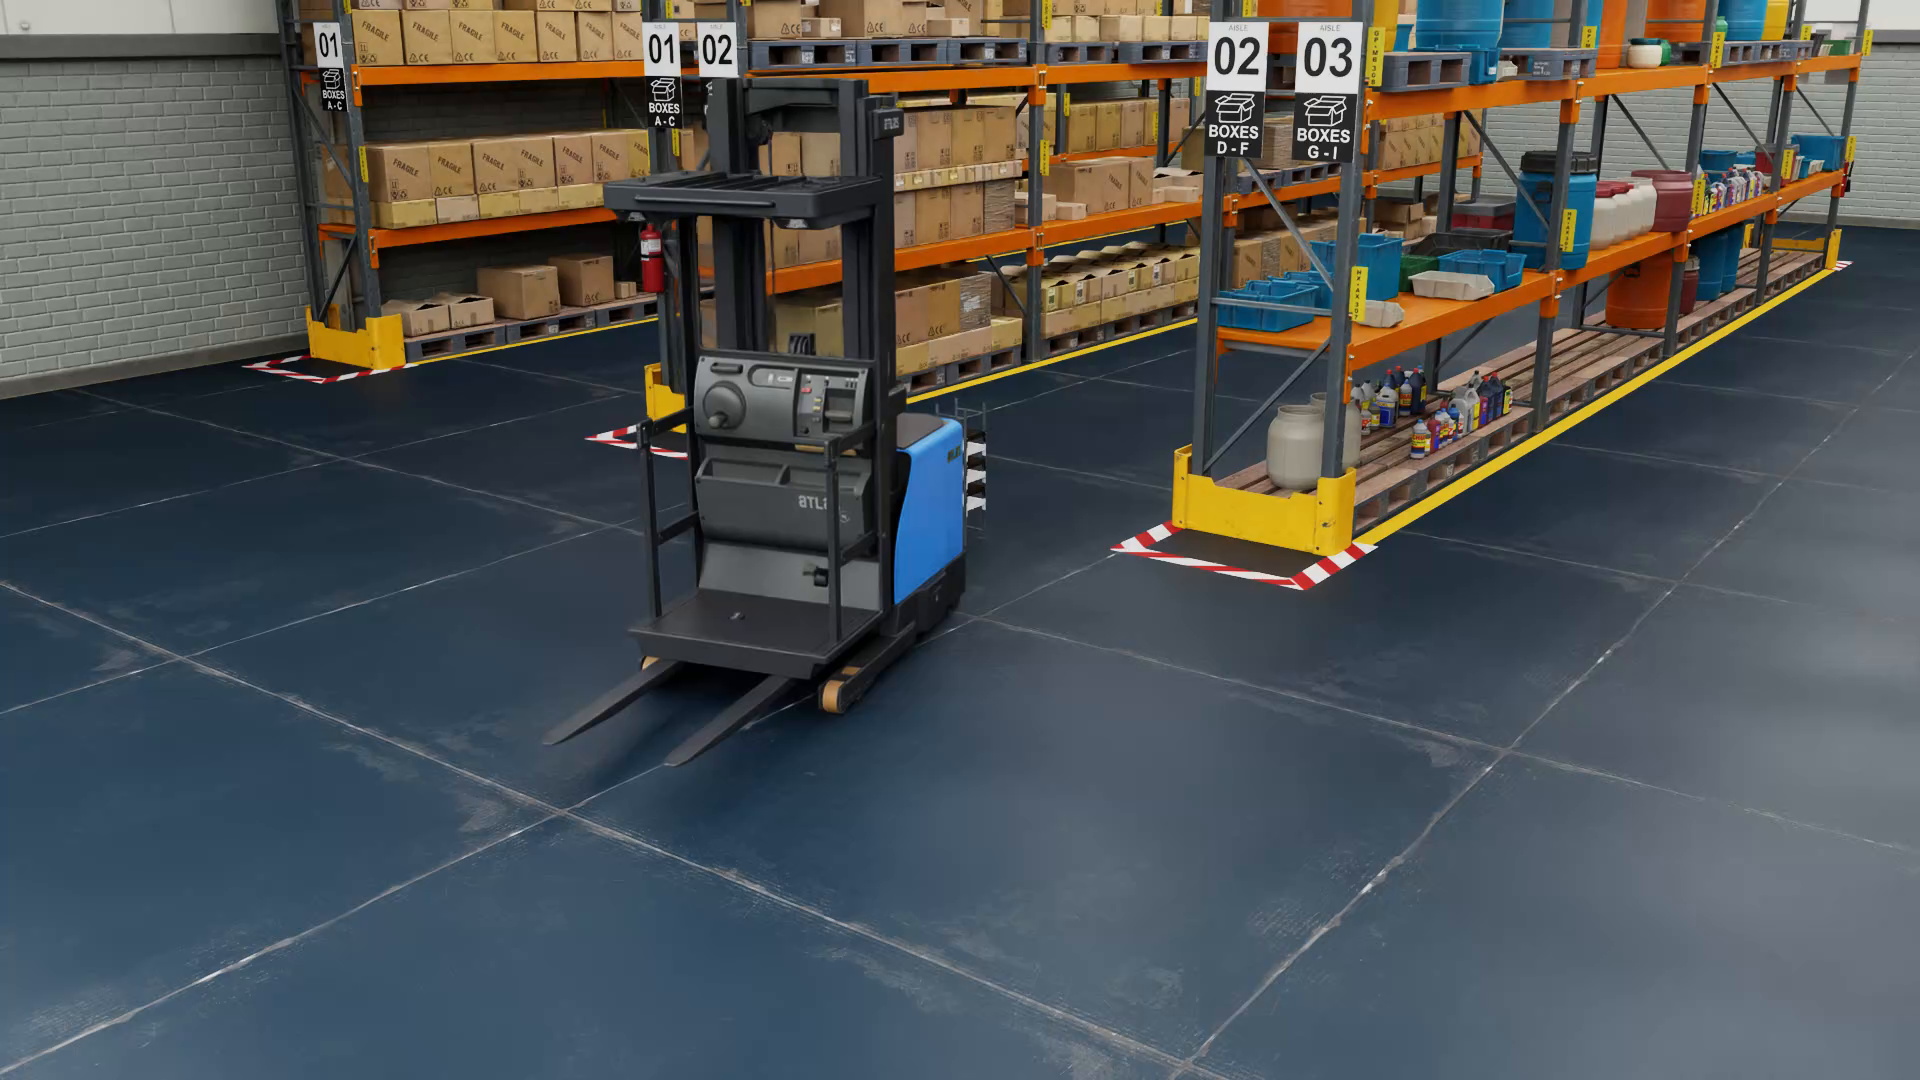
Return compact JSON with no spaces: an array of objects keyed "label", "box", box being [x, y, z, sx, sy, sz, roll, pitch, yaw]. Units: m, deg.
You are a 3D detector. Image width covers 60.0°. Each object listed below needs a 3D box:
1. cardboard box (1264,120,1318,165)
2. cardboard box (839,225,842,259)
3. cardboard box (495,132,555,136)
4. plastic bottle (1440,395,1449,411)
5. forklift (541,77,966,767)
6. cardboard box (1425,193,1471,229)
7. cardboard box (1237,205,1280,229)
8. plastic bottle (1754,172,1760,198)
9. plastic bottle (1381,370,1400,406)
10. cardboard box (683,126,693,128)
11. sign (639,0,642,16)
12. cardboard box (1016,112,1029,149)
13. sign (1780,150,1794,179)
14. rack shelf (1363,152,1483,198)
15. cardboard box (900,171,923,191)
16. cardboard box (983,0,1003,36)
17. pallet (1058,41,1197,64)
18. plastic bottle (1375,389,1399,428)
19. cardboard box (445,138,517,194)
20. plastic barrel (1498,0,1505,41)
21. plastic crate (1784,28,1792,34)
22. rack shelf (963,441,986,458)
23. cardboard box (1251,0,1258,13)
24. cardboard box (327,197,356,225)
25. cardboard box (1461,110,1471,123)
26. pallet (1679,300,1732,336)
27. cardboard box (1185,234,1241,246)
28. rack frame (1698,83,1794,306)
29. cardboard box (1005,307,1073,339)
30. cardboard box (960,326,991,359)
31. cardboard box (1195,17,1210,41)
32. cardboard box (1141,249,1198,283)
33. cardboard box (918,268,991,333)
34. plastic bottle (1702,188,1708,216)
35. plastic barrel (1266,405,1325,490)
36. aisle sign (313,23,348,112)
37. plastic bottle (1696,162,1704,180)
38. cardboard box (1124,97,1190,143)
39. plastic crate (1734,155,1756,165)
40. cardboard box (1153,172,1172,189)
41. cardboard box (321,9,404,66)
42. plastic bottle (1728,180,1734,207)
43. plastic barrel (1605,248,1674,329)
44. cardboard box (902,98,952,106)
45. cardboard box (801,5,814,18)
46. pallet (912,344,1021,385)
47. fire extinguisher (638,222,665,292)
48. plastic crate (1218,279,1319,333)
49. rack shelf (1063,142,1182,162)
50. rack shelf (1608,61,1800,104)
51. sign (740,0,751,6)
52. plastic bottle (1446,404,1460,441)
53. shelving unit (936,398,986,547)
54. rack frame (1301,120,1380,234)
[{"label":"cardboard box","box":[4.119,-4.993,20.886,0.700,0.500,0.500,7,19,21]},{"label":"cardboard box","box":[-1.130,-2.718,14.269,0.700,0.500,0.500,13,21,35]},{"label":"cardboard box","box":[-4.686,-4.126,17.926,0.500,0.500,0.500,13,22,36]},{"label":"plastic bottle","box":[3.686,-0.961,12.619,0.061,0.283,0.133,12,21,35]},{"label":"forklift","box":[-0.964,-0.696,8.043,1.130,2.935,3.031,6,18,20]},{"label":"cardboard box","box":[7.379,-4.972,25.170,0.500,0.500,0.500,12,21,35]},{"label":"cardboard box","box":[3.744,-4.121,21.164,0.500,0.250,0.500,12,21,34]},{"label":"plastic bottle","box":[9.022,-4.030,18.860,0.061,0.283,0.133,12,21,35]},{"label":"plastic bottle","box":[3.405,-1.176,13.196,0.144,0.351,0.185,11,21,32]},{"label":"cardboard box","box":[-2.956,-4.650,19.749,0.700,0.500,0.500,15,23,40]},{"label":"sign","box":[-2.455,-4.235,12.905,0.100,0.325,0.005,12,21,35]},{"label":"cardboard box","box":[0.773,-5.972,24.213,0.500,0.500,0.500,13,21,35]},{"label":"sign","box":[9.539,-4.334,19.177,0.100,0.325,0.005,12,21,35]},{"label":"rack shelf","box":[6.314,-5.309,23.994,1.077,0.370,4.000,12,21,35]},{"label":"cardboard box","box":[-0.548,-3.160,14.598,0.380,0.149,0.250,13,22,36]},{"label":"cardboard box","box":[0.249,-7.407,23.568,0.700,0.500,0.500,12,21,34]},{"label":"pallet","box":[1.742,-5.121,17.438,1.003,0.211,1.213,14,22,37]},{"label":"plastic bottle","box":[3.285,-1.018,12.816,0.152,0.276,0.135,12,21,35]},{"label":"cardboard box","box":[-4.867,-3.787,16.835,0.500,0.500,0.500,12,21,33]},{"label":"plastic barrel","box":[3.917,-4.013,12.654,0.421,0.512,0.421,0,17,0]},{"label":"plastic crate","box":[10.350,-6.340,21.149,0.504,0.338,0.767,12,21,35]},{"label":"rack shelf","box":[0.005,-0.572,10.573,0.258,0.077,0.200,12,21,35]},{"label":"cardboard box","box":[3.308,-6.405,19.400,0.500,0.500,0.500,12,21,35]},{"label":"cardboard box","box":[-5.886,-3.276,16.454,0.500,0.250,0.500,13,21,35]},{"label":"cardboard box","box":[7.161,-6.379,24.373,0.500,0.500,0.500,13,22,36]},{"label":"pallet","box":[7.878,-2.500,18.438,1.003,0.211,1.213,12,21,35]},{"label":"cardboard box","box":[3.107,-3.504,20.442,0.500,0.500,0.500,13,22,37]},{"label":"rack frame","box":[9.098,-4.300,19.532,1.000,3.000,0.127,12,21,35]},{"label":"cardboard box","box":[0.795,-2.210,16.732,0.500,0.250,0.500,12,21,33]},{"label":"cardboard box","box":[-0.051,-1.892,15.705,0.500,0.250,0.500,12,21,35]},{"label":"cardboard box","box":[2.514,-5.667,18.421,0.500,0.250,0.500,11,20,31]},{"label":"cardboard box","box":[2.320,-3.085,18.604,0.500,0.311,0.500,12,21,34]},{"label":"cardboard box","box":[-0.053,-2.250,15.595,0.500,0.500,0.500,12,21,35]},{"label":"plastic bottle","box":[7.624,-3.471,17.061,0.061,0.283,0.133,12,21,35]},{"label":"plastic barrel","box":[2.279,-0.624,11.183,0.421,0.512,0.421,0,17,0]},{"label":"aisle sign","box":[-5.810,-4.364,15.354,0.394,0.787,0.004,12,21,35]},{"label":"plastic bottle","box":[8.604,-4.240,19.423,0.144,0.351,0.185,12,21,35]},{"label":"cardboard box","box":[3.229,-7.023,27.796,0.980,0.700,0.700,14,22,37]},{"label":"plastic crate","box":[10.106,-4.816,21.374,0.416,0.233,0.300,12,21,35]},{"label":"cardboard box","box":[2.050,-4.002,18.723,0.500,0.311,0.500,12,21,34]},{"label":"cardboard box","box":[-5.608,-4.718,15.617,0.500,0.500,0.500,13,22,36]},{"label":"plastic bottle","box":[8.285,-3.736,17.912,0.061,0.283,0.133,12,21,35]},{"label":"plastic barrel","box":[6.992,-2.631,17.109,0.600,0.830,0.708,12,21,35]},{"label":"cardboard box","box":[-0.445,-5.846,22.543,0.500,0.250,0.500,12,21,34]},{"label":"cardboard box","box":[-1.554,-4.267,13.677,0.500,0.250,0.500,12,21,35]},{"label":"pallet","box":[-0.152,-1.757,16.045,1.003,0.211,1.213,12,21,35]},{"label":"fire extinguisher","box":[-2.471,-2.335,13.335,0.296,0.674,0.183,12,21,35]},{"label":"plastic crate","box":[2.006,-1.543,10.905,0.499,0.251,0.616,12,21,35]},{"label":"rack shelf","box":[2.333,-6.183,26.810,1.077,0.370,4.000,12,21,35]},{"label":"rack shelf","box":[7.906,-4.912,17.660,1.077,0.370,4.000,12,21,35]},{"label":"sign","box":[-1.586,-4.106,12.243,0.100,0.325,0.005,12,21,35]},{"label":"plastic bottle","box":[3.663,-0.879,12.376,0.097,0.271,0.097,0,17,0]},{"label":"shelving unit","box":[0.005,-0.432,10.617,0.258,0.900,0.210,12,21,35]},{"label":"rack frame","box":[5.122,-5.176,22.354,1.000,3.000,0.127,12,21,35]}]
